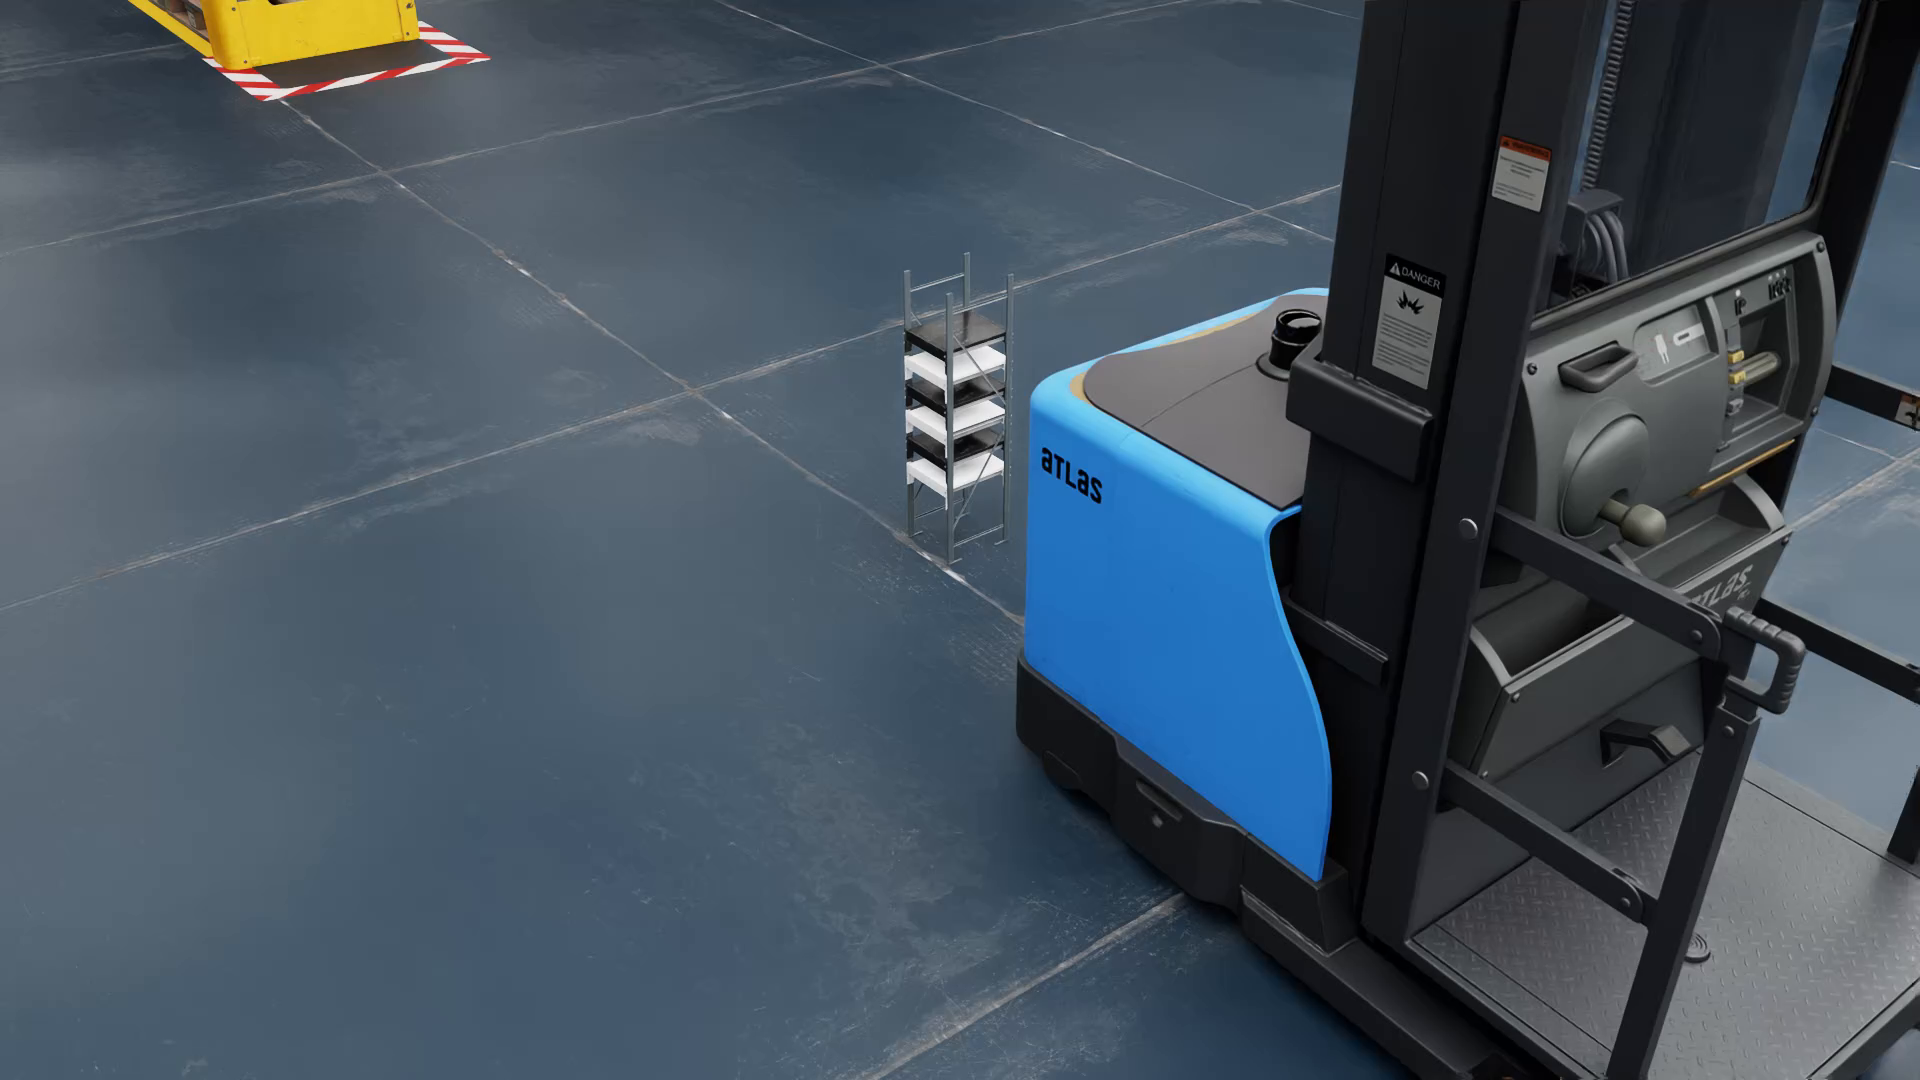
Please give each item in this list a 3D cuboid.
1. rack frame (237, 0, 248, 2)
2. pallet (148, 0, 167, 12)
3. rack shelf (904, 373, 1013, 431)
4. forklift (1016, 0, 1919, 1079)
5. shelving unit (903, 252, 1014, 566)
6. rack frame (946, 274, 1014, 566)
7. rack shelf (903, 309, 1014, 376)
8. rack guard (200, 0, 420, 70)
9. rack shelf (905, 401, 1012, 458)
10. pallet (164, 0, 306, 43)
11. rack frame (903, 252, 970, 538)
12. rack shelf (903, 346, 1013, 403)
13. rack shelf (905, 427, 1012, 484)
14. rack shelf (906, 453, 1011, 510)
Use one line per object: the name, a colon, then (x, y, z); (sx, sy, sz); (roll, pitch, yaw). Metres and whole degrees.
rack frame: (-3.778, -4.225, 9.210); (1.000, 3.000, 0.127); (-22, 38, -31)
pallet: (-5.100, -3.905, 11.338); (1.003, 0.211, 1.213); (-22, 38, -31)
rack shelf: (-0.005, -0.434, 4.988); (0.258, 0.077, 0.200); (-22, 38, -31)
forklift: (1.431, -0.230, 2.843); (1.130, 2.935, 3.031); (-22, 38, -31)
shelving unit: (-0.005, -0.386, 5.018); (0.258, 0.900, 0.210); (-22, 38, -31)
rack frame: (0.057, -0.343, 4.950); (0.240, 0.900, 0.006); (-22, 38, -31)
rack shelf: (-0.005, -0.587, 4.893); (0.258, 0.077, 0.200); (-22, 38, -31)
rack guard: (-3.862, -3.180, 9.896); (1.175, 0.500, 0.348); (-22, 38, -31)
rack shelf: (-0.005, -0.357, 5.036); (0.258, 0.077, 0.200); (-22, 38, -31)
pallet: (-4.356, -3.397, 10.520); (1.003, 0.211, 1.213); (-22, 38, -31)
rack frame: (-0.067, -0.428, 5.086); (0.240, 0.900, 0.006); (-22, 38, -31)
rack shelf: (-0.005, -0.510, 4.941); (0.258, 0.077, 0.200); (-22, 38, -31)
rack shelf: (-0.005, -0.281, 5.083); (0.258, 0.077, 0.200); (-22, 38, -31)
rack shelf: (-0.005, -0.204, 5.131); (0.258, 0.077, 0.200); (-22, 38, -31)
